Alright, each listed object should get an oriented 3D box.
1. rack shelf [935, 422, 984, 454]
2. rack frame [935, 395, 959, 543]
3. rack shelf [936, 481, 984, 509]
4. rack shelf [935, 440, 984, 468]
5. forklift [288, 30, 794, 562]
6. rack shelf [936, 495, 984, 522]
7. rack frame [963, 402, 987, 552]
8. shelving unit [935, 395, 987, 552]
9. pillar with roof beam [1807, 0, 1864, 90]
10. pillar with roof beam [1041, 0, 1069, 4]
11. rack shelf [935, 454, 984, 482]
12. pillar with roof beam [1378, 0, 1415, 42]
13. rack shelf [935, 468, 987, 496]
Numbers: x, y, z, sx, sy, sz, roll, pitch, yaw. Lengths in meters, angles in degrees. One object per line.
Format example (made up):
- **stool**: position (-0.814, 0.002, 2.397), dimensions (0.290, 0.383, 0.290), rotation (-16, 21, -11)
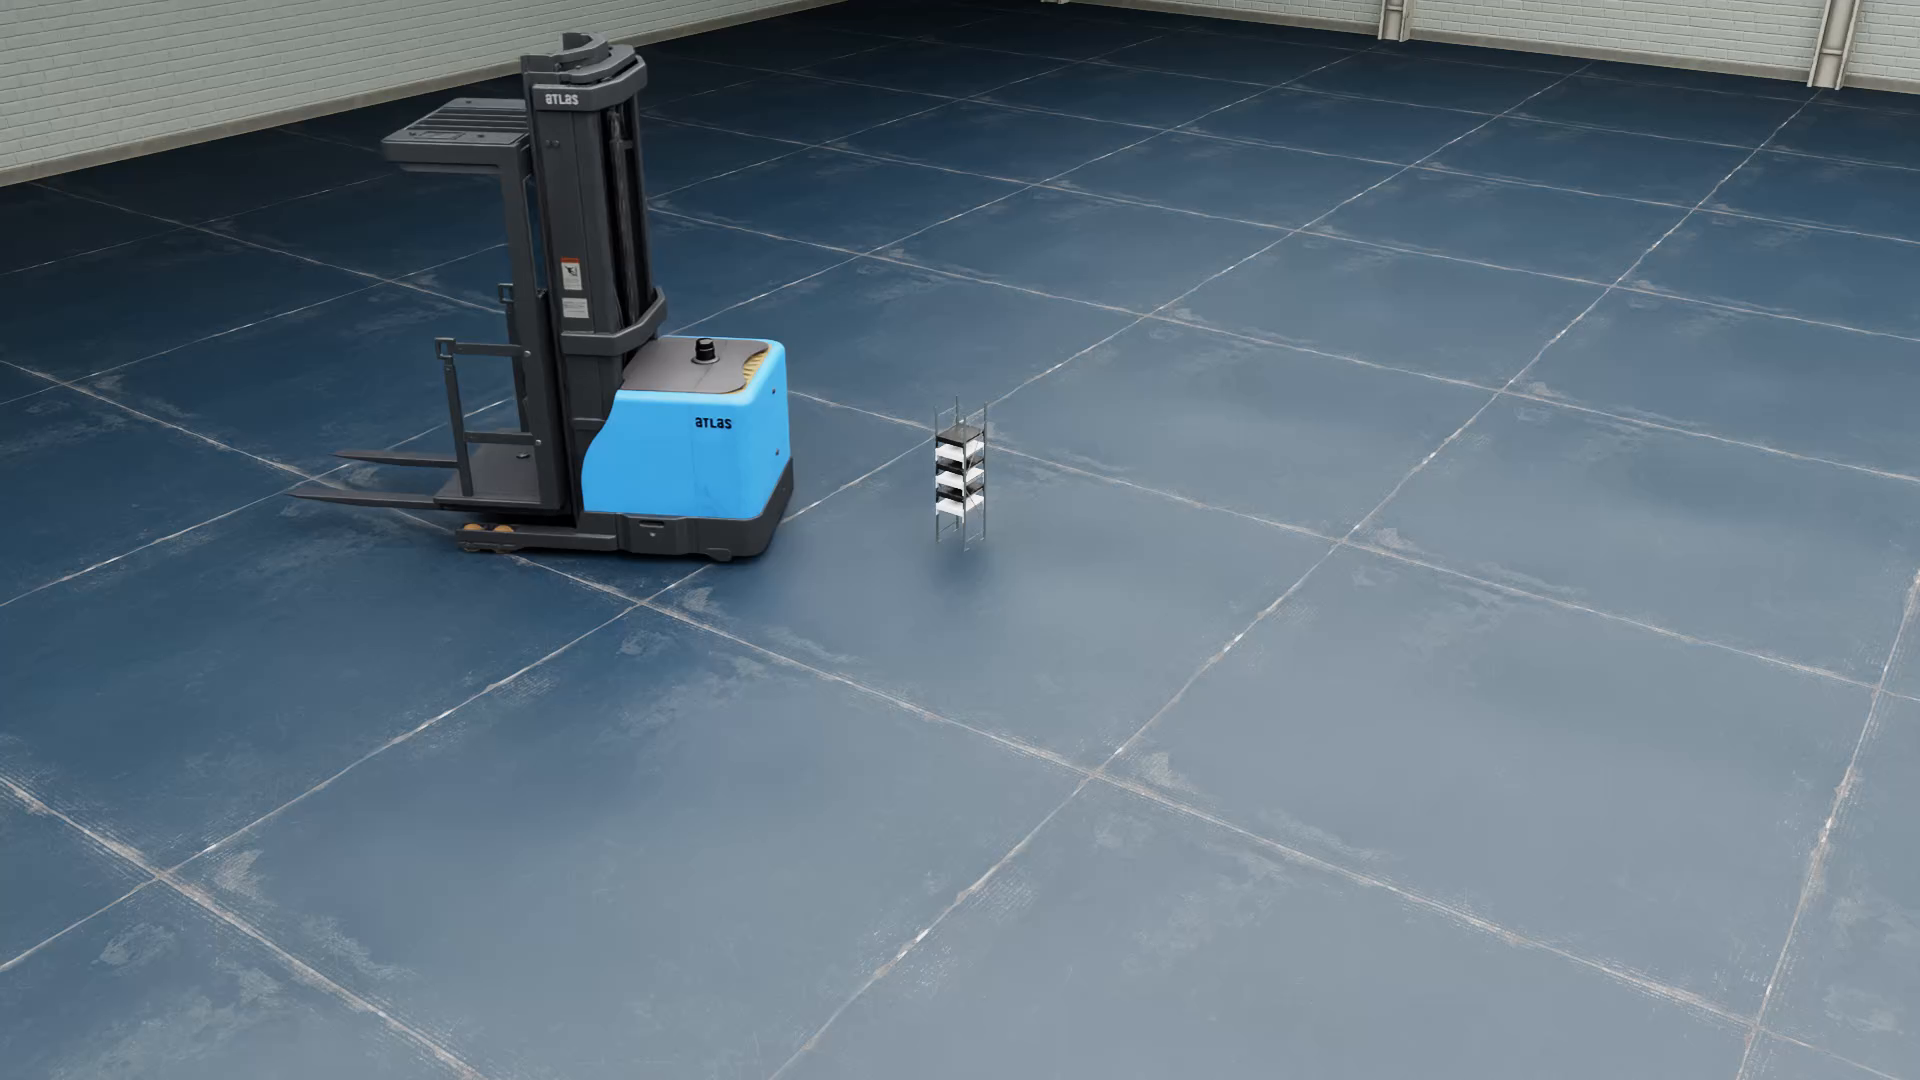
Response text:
- **rack shelf**: position (0.007, -0.610, 9.934), dimensions (0.200, 0.077, 0.258), rotation (17, 32, 30)
- **rack frame**: position (-0.077, -0.425, 10.093), dimensions (0.006, 0.900, 0.240), rotation (17, 32, 30)
- **rack shelf**: position (0.007, -0.289, 10.098), dimensions (0.200, 0.077, 0.258), rotation (17, 32, 30)
- **rack shelf**: position (0.007, -0.530, 9.975), dimensions (0.200, 0.077, 0.258), rotation (17, 32, 30)
- **forklift**: position (-2.626, -1.458, 9.883), dimensions (3.031, 2.935, 1.130), rotation (3, 27, 6)
- **rack shelf**: position (0.007, -0.209, 10.139), dimensions (0.200, 0.077, 0.258), rotation (17, 32, 30)
- **rack frame**: position (0.090, -0.373, 9.990), dimensions (0.006, 0.900, 0.240), rotation (17, 32, 30)
- **shelving unit**: position (0.007, -0.399, 10.042), dimensions (0.210, 0.900, 0.258), rotation (17, 32, 30)
- **pillar with roof beam**: position (9.067, -8.439, 16.912), dimensions (0.400, 9.000, 9.100), rotation (17, 32, 30)
- **pillar with roof beam**: position (-0.825, -11.521, 22.967), dimensions (0.400, 9.000, 9.100), rotation (17, 32, 30)
- **rack shelf**: position (0.007, -0.449, 10.016), dimensions (0.200, 0.077, 0.258), rotation (17, 32, 30)
- **pillar with roof beam**: position (4.121, -9.980, 19.939), dimensions (0.400, 9.000, 9.100), rotation (17, 32, 30)
- **rack shelf**: position (0.007, -0.369, 10.057), dimensions (0.200, 0.077, 0.258), rotation (17, 32, 30)
